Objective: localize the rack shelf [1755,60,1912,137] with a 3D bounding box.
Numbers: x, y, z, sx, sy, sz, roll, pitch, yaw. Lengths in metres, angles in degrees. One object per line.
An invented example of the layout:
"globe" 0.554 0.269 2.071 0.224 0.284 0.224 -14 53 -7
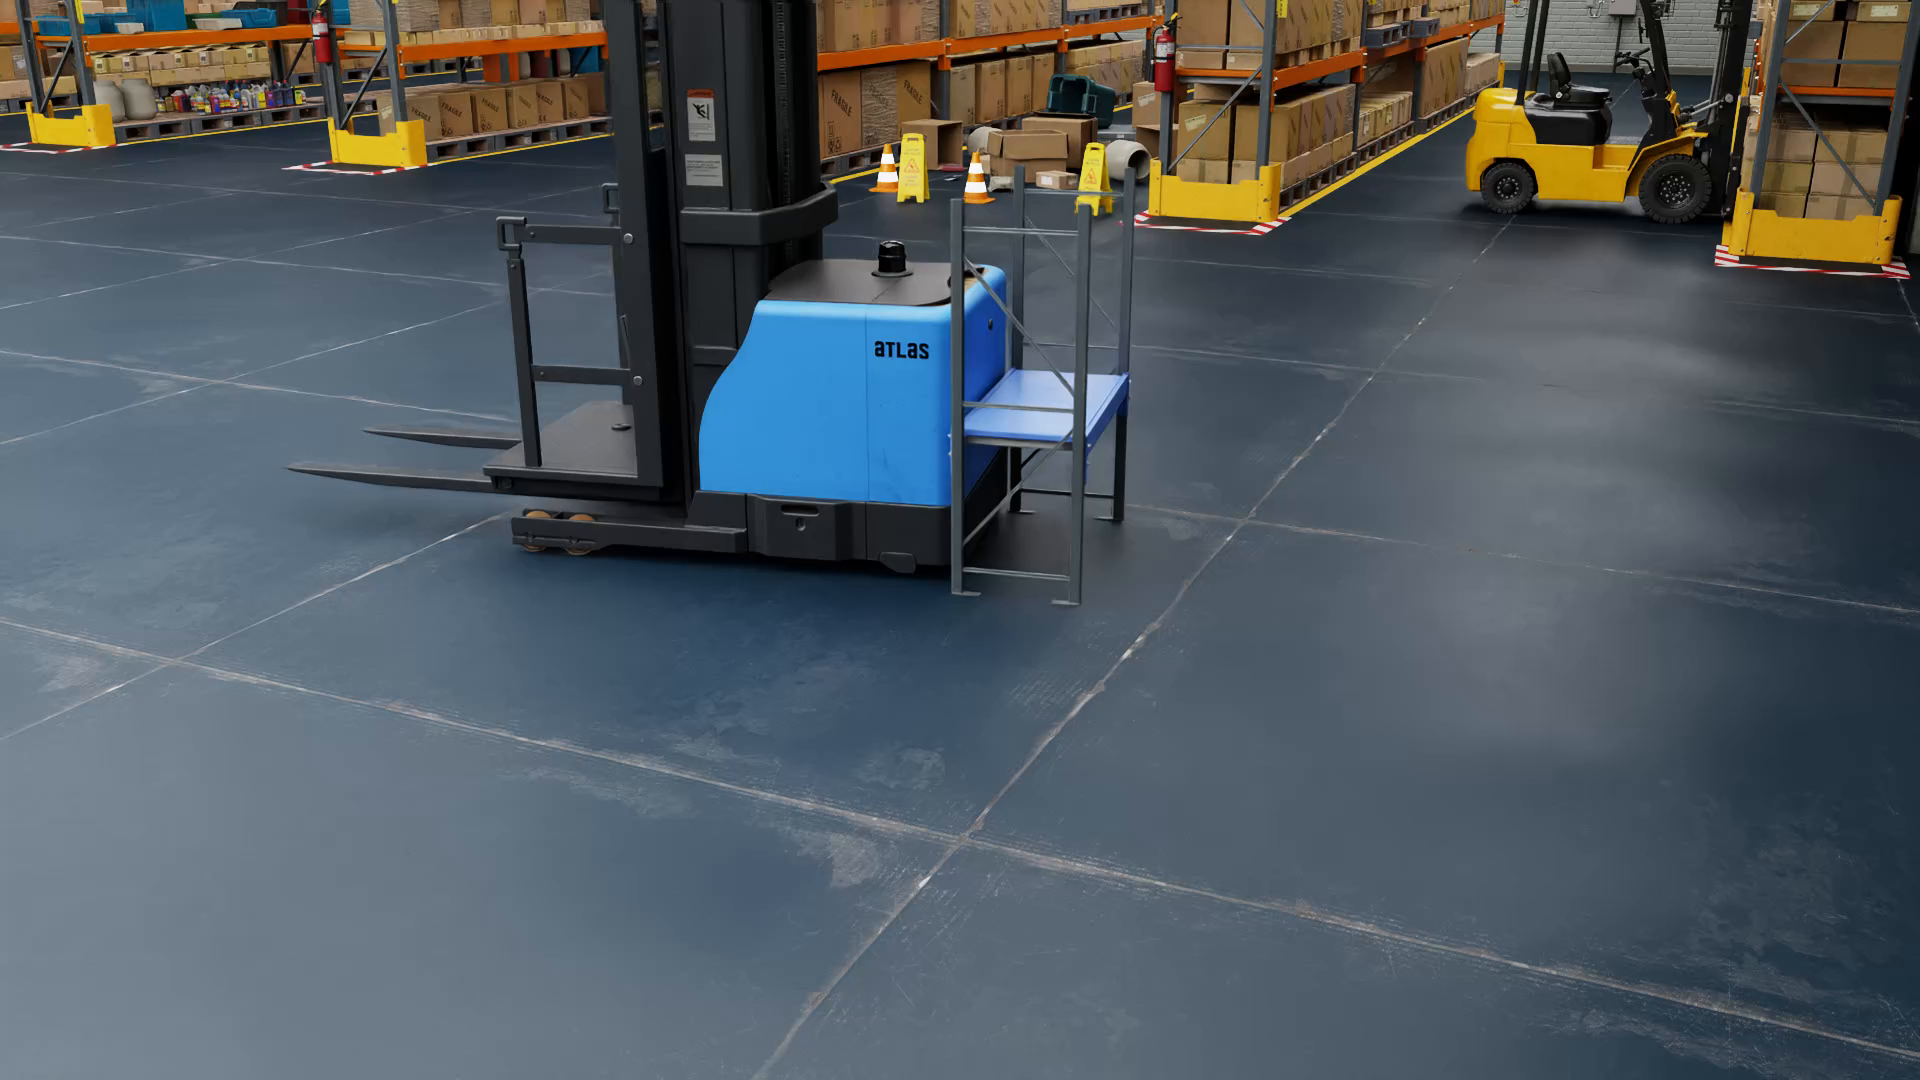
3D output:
"rack shelf" 7.656 -3.979 14.753 1.077 0.370 4.000 9 21 23

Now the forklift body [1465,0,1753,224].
"forklift body" 5.950 -4.136 15.389 2.313 2.155 1.214 9 21 23

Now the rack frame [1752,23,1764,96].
"rack frame" 10.113 -6.152 19.790 1.000 3.000 0.127 9 21 23

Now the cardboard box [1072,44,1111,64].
"cardboard box" 1.951 -7.335 25.103 0.500 0.250 0.500 9 21 23

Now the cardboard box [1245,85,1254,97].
"cardboard box" 2.702 -4.506 16.553 0.380 0.149 0.250 10 22 25

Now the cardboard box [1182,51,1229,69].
"cardboard box" 2.265 -4.411 15.271 0.380 0.149 0.250 9 22 25

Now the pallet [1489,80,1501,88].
"pallet" 8.603 -7.708 28.328 1.003 0.211 1.213 9 21 23

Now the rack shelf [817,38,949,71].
"rack shelf" -1.431 -5.307 18.488 1.077 0.370 4.000 9 21 23

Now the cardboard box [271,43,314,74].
"cardboard box" -12.047 -8.681 29.977 0.500 0.500 0.500 10 22 25

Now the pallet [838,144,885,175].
"pallet" -1.493 -4.347 18.878 1.003 0.211 1.213 9 21 23

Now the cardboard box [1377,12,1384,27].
"cardboard box" 4.570 -5.889 18.800 0.380 0.149 0.250 9 21 24

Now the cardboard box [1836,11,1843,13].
"cardboard box" 8.131 -4.493 14.976 0.500 0.500 0.500 8 21 21

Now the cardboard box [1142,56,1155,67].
"cardboard box" 2.994 -7.915 27.487 0.380 0.149 0.250 10 22 25

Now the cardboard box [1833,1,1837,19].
"cardboard box" 6.963 -4.356 13.625 0.380 0.149 0.250 9 21 24

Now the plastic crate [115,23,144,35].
"plastic crate" -10.592 -6.531 21.249 0.298 0.136 0.250 9 21 23

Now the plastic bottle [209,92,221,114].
"plastic bottle" -10.116 -5.931 22.567 0.061 0.283 0.133 9 21 24

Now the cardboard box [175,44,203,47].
"cardboard box" -15.885 -10.149 33.613 0.750 0.750 0.750 9 22 24

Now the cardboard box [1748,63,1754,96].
"cardboard box" 12.242 -6.870 24.914 0.700 0.500 0.500 8 21 21

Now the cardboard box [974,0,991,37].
"cardboard box" 0.055 -6.583 20.852 0.500 0.500 0.500 9 21 23

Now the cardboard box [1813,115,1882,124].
"cardboard box" 7.623 -3.505 14.333 0.500 0.250 0.500 8 21 22

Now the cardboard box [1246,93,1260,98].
"cardboard box" 2.821 -4.236 16.760 0.500 0.500 0.500 8 21 21

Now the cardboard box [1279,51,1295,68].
"cardboard box" 2.908 -4.492 15.499 0.380 0.149 0.250 8 21 21

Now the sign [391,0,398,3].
"sign" -6.239 -6.079 18.294 0.100 0.325 0.005 9 21 23

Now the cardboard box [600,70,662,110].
"cardboard box" -4.612 -6.326 23.354 0.700 0.500 0.500 8 21 22

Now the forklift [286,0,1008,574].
"forklift" -1.363 -1.484 6.768 3.031 2.935 1.130 4 20 12

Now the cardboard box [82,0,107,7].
"cardboard box" -13.939 -8.560 26.761 0.396 0.266 0.258 8 21 21

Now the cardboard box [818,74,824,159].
"cardboard box" -2.033 -4.448 17.542 0.875 0.875 0.875 9 21 23

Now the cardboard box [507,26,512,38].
"cardboard box" -5.715 -6.222 20.362 0.380 0.149 0.250 9 21 23

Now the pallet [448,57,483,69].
"pallet" -10.075 -10.045 34.899 1.003 0.211 1.213 9 21 23

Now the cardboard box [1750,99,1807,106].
"cardboard box" 7.772 -4.043 15.844 0.500 0.250 0.500 9 21 23

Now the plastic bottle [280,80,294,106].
"plastic bottle" -9.615 -6.371 23.703 0.144 0.351 0.185 8 21 21

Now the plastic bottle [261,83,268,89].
"plastic bottle" -10.145 -6.533 24.277 0.097 0.271 0.097 0 20 0

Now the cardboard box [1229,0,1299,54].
"cardboard box" 2.754 -4.680 15.059 0.500 0.500 0.500 8 21 22

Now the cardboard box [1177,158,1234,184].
"cardboard box" 2.403 -3.580 16.035 0.500 0.250 0.500 8 21 22

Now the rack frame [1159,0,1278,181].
"rack frame" 2.307 -4.386 14.825 1.000 3.000 0.127 9 21 23

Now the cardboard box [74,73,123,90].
"cardboard box" -13.741 -7.321 26.554 0.500 0.250 0.500 8 21 21

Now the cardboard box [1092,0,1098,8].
"cardboard box" 1.829 -7.997 24.728 0.380 0.149 0.250 9 22 24

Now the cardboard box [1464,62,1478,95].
"cardboard box" 7.576 -7.222 25.997 0.875 0.438 0.875 8 21 22

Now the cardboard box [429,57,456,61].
"cardboard box" -10.487 -9.814 33.443 0.500 0.311 0.500 9 21 23

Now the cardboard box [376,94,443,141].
"cardboard box" -6.463 -4.955 19.528 0.500 0.500 0.500 13 23 33

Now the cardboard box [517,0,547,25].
"cardboard box" -5.686 -6.712 20.773 0.875 0.500 0.500 9 21 23

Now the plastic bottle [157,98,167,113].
"plastic bottle" -10.900 -5.936 22.703 0.097 0.201 0.097 0 20 0

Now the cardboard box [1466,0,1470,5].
"cardboard box" 7.263 -8.051 24.609 0.500 0.250 0.500 9 21 23

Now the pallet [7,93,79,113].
"pallet" -14.496 -6.778 25.712 1.003 0.211 1.213 9 21 23

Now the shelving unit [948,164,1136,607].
"shelving unit" 0.339 -0.645 6.544 0.538 1.500 1.048 5 20 13

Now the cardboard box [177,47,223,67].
"cardboard box" -12.900 -8.211 28.220 0.500 0.311 0.500 8 21 22

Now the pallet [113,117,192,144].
"pallet" -10.926 -5.389 21.807 1.003 0.211 1.213 9 21 23

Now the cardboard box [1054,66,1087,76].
"cardboard box" 1.548 -6.681 24.383 0.500 0.500 0.500 8 21 20

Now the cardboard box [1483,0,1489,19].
"cardboard box" 8.072 -8.513 26.282 0.500 0.500 0.500 9 21 23

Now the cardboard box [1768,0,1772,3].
"cardboard box" 8.637 -5.664 17.302 0.380 0.149 0.250 8 21 21

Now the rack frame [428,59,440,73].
"rack frame" -10.856 -10.775 32.789 1.000 3.000 0.127 9 21 23

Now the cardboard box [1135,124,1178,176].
"cardboard box" 2.265 -4.291 18.286 0.500 0.500 0.500 -9 22 -24

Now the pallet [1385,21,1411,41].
"pallet" 4.810 -6.130 20.017 1.003 0.211 1.213 9 21 23
